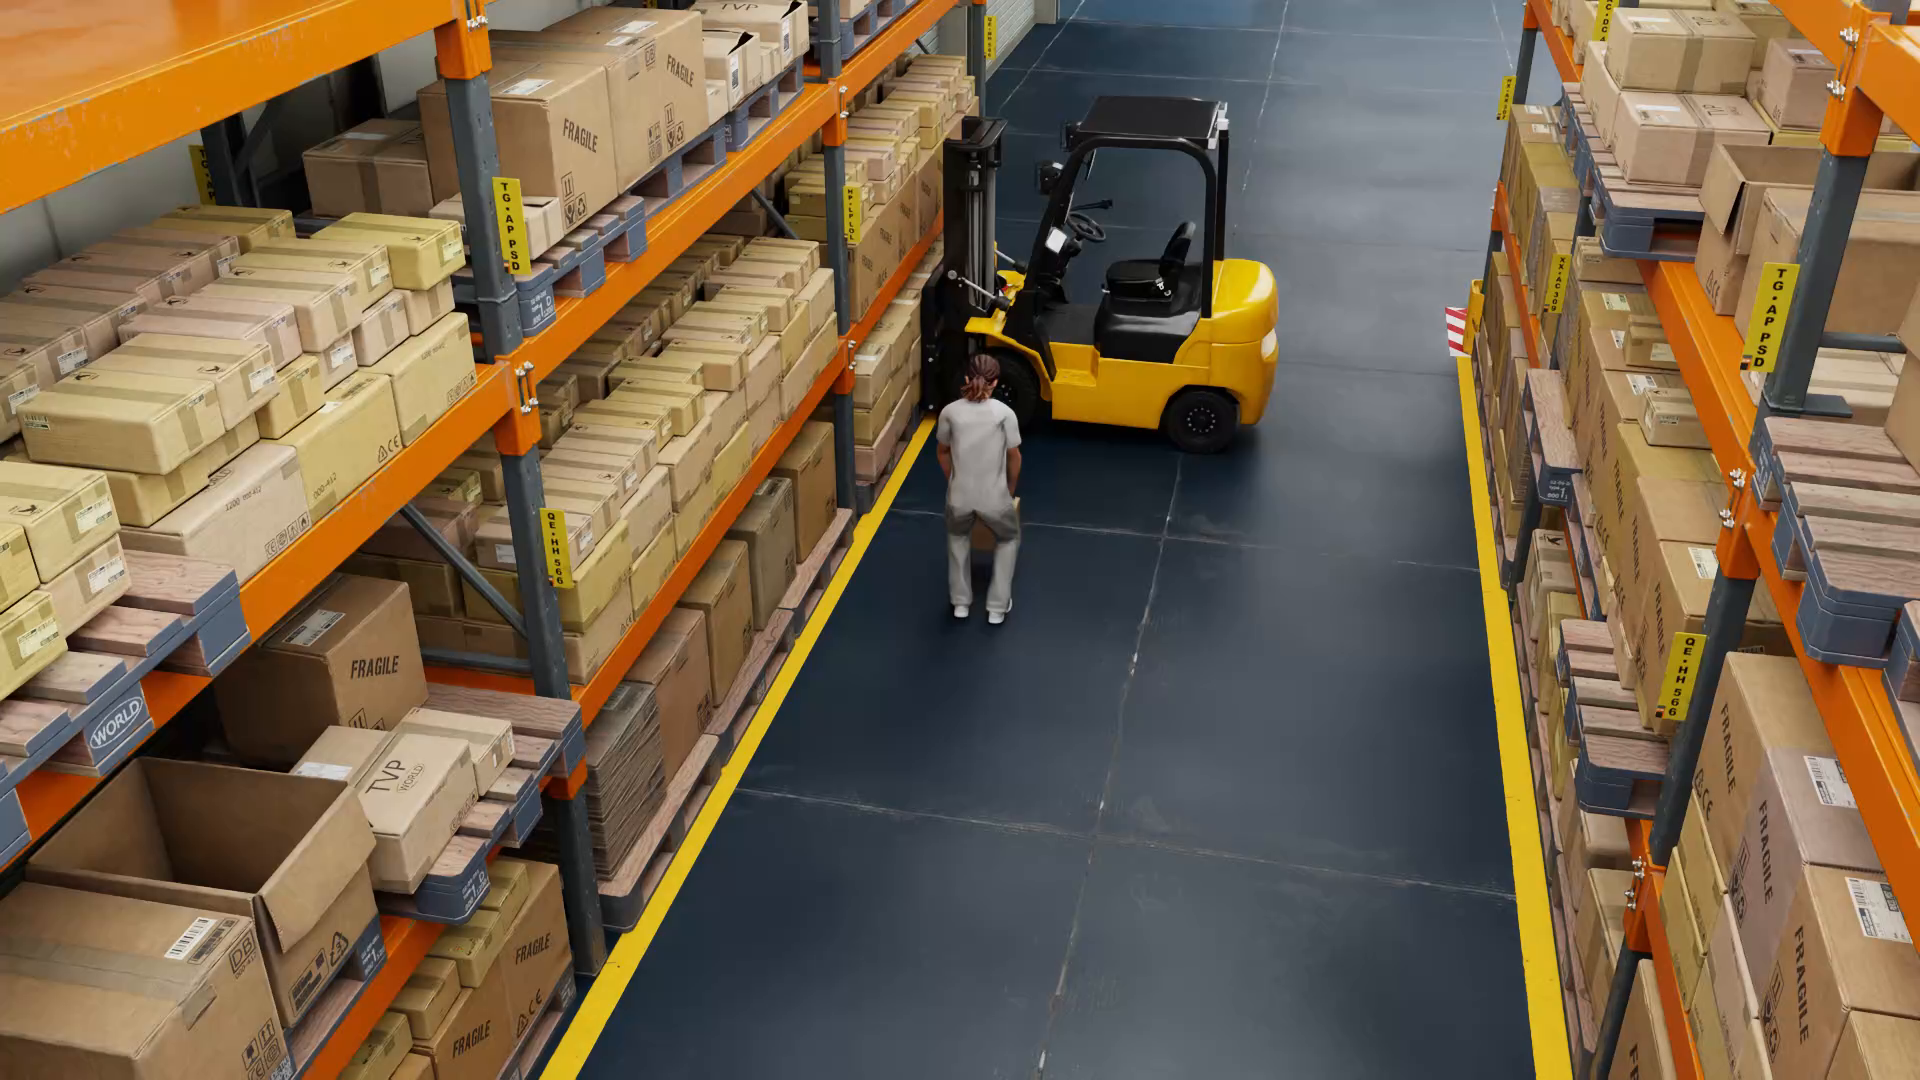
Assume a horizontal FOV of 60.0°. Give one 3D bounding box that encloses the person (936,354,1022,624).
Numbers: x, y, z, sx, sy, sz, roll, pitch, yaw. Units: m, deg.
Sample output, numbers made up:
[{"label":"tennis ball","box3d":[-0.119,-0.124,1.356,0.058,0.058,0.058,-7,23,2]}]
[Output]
[{"label":"person","box3d":[0.095,-0.270,9.278,0.483,1.515,0.532,6,30,11]}]
